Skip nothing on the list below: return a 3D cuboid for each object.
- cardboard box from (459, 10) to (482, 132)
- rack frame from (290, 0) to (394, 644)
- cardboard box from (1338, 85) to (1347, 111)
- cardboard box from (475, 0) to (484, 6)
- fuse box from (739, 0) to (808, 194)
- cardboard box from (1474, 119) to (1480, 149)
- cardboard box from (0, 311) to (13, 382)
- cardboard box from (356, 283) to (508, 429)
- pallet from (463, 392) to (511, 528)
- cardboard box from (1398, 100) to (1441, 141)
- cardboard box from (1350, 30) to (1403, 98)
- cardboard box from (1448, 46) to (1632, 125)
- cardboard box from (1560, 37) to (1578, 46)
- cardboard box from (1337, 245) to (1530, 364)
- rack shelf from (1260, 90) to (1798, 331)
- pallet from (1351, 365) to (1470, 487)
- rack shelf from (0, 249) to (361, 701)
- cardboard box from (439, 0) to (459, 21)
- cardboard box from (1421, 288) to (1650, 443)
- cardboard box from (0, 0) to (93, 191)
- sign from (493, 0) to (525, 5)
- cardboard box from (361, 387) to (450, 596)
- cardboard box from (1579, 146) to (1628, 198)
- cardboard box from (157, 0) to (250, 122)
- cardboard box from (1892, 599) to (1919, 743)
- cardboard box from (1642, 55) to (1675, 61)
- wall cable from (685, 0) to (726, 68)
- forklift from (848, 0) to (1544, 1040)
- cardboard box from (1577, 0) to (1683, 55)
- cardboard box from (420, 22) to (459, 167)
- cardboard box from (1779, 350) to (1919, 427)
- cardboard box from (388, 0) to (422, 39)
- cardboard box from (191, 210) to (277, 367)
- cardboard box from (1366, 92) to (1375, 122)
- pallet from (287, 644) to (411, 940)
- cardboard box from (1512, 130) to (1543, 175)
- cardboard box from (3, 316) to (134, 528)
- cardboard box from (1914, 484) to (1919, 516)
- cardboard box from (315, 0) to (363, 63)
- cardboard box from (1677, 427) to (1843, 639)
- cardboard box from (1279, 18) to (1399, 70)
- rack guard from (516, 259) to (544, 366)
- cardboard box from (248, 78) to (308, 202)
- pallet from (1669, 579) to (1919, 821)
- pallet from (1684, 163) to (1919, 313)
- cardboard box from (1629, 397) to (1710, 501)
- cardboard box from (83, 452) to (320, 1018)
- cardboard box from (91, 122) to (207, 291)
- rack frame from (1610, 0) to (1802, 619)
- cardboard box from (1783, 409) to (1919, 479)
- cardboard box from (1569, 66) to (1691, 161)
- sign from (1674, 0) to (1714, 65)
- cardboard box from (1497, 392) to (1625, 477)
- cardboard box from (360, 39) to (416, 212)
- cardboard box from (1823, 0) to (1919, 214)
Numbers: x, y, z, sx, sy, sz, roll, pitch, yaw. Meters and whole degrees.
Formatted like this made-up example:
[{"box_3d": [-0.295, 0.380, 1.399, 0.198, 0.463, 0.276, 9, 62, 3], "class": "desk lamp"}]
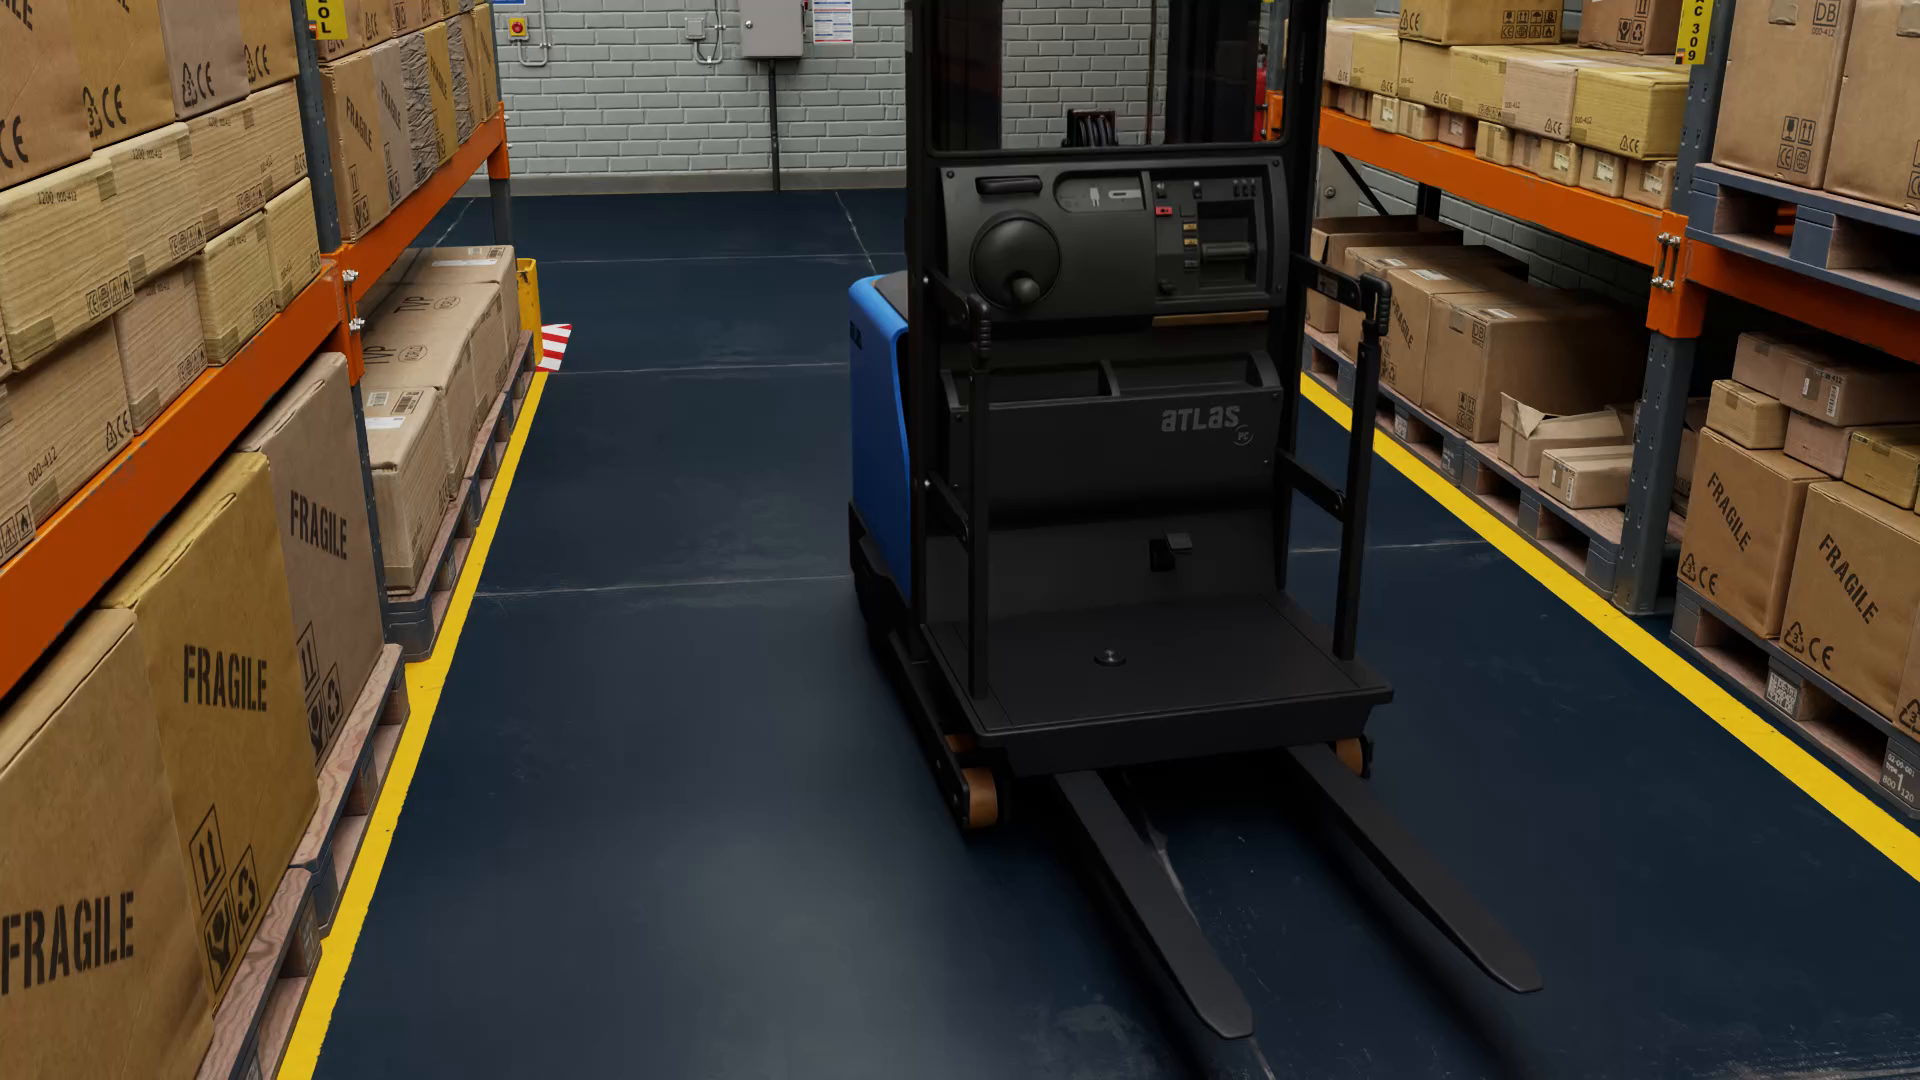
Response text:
[{"box_3d": [-2.393, -2.043, 7.255, 0.500, 0.500, 0.500, -3, 21, -9], "class": "cardboard box"}, {"box_3d": [-2.205, -0.939, 4.443, 1.000, 3.000, 0.127, -3, 21, -8], "class": "rack frame"}, {"box_3d": [2.060, -2.155, 8.059, 0.380, 0.149, 0.250, -3, 21, -8], "class": "cardboard box"}, {"box_3d": [-2.477, -2.684, 7.544, 0.500, 0.500, 0.500, -2, 21, -6], "class": "cardboard box"}, {"box_3d": [-1.518, -3.727, 13.749, 0.539, 1.711, 0.414, -3, 21, -8], "class": "fuse box"}, {"box_3d": [2.288, -1.623, 6.633, 0.380, 0.149, 0.250, -3, 21, -7], "class": "cardboard box"}, {"box_3d": [-1.590, -0.258, 2.120, 0.500, 0.250, 0.500, -3, 21, -8], "class": "cardboard box"}, {"box_3d": [-2.448, -0.781, 7.081, 0.875, 0.438, 0.875, -2, 21, -6], "class": "cardboard box"}, {"box_3d": [-2.417, -0.323, 6.780, 1.003, 0.211, 1.213, -3, 21, -8], "class": "pallet"}, {"box_3d": [2.100, -1.792, 7.085, 0.380, 0.149, 0.250, -2, 21, -7], "class": "cardboard box"}, {"box_3d": [2.077, -2.124, 7.406, 0.500, 0.250, 0.500, -3, 21, -9], "class": "cardboard box"}, {"box_3d": [2.246, -1.770, 6.457, 0.500, 0.250, 0.500, -3, 21, -8], "class": "cardboard box"}, {"box_3d": [2.673, -1.968, 6.986, 0.500, 0.250, 0.500, -3, 21, -8], "class": "cardboard box"}, {"box_3d": [2.209, -1.087, 7.812, 0.700, 0.500, 0.500, -2, 21, -6], "class": "cardboard box"}, {"box_3d": [2.418, -1.546, 7.097, 1.077, 0.370, 4.000, -3, 21, -8], "class": "rack shelf"}, {"box_3d": [2.429, -0.545, 7.375, 1.003, 0.211, 1.213, -3, 21, -8], "class": "pallet"}, {"box_3d": [-1.917, 0.090, 2.715, 1.077, 0.370, 4.000, -3, 21, -8], "class": "rack shelf"}, {"box_3d": [-2.304, -2.334, 6.605, 0.500, 0.500, 0.500, -3, 21, -8], "class": "cardboard box"}, {"box_3d": [2.358, -0.728, 6.849, 0.700, 0.500, 0.500, -4, 21, -10], "class": "cardboard box"}, {"box_3d": [-1.667, -0.779, 2.442, 0.500, 0.500, 0.500, -3, 21, -7], "class": "cardboard box"}, {"box_3d": [-3.674, -4.421, 13.378, 0.327, 0.218, 0.001, -3, 21, -8], "class": "sign"}, {"box_3d": [-2.190, -0.158, 5.415, 0.875, 0.438, 0.875, -3, 21, -9], "class": "cardboard box"}, {"box_3d": [2.351, -1.260, 5.661, 0.380, 0.149, 0.250, -2, 21, -6], "class": "cardboard box"}, {"box_3d": [-1.810, -1.134, 3.392, 0.500, 0.500, 0.500, -3, 21, -7], "class": "cardboard box"}, {"box_3d": [2.707, 0.319, 4.047, 0.500, 0.500, 0.500, -4, 21, -9], "class": "cardboard box"}, {"box_3d": [2.823, -1.618, 6.051, 0.500, 0.250, 0.500, -3, 21, -8], "class": "cardboard box"}, {"box_3d": [-2.216, -4.827, 13.400, 0.588, 1.984, 0.122, -3, 21, -8], "class": "wall cable"}, {"box_3d": [0.462, -0.779, 4.112, 1.130, 2.935, 3.031, -5, 21, -13], "class": "forklift"}, {"box_3d": [2.755, -2.140, 6.377, 0.500, 0.500, 0.500, -3, 21, -9], "class": "cardboard box"}, {"box_3d": [-2.222, -1.687, 6.303, 0.500, 0.500, 0.500, -2, 21, -6], "class": "cardboard box"}, {"box_3d": [2.579, -0.435, 4.713, 0.380, 0.149, 0.250, -4, 21, -10], "class": "cardboard box"}, {"box_3d": [-2.164, -1.985, 5.671, 0.500, 0.500, 0.500, -3, 21, -7], "class": "cardboard box"}, {"box_3d": [-1.819, -0.550, 3.616, 0.500, 0.250, 0.500, -3, 21, -9], "class": "cardboard box"}, {"box_3d": [2.080, -1.973, 7.571, 0.380, 0.149, 0.250, -3, 21, -7], "class": "cardboard box"}, {"box_3d": [-2.019, 0.631, 4.226, 1.003, 0.211, 1.213, -3, 21, -8], "class": "pallet"}, {"box_3d": [2.279, -1.441, 6.146, 0.380, 0.149, 0.250, -2, 21, -6], "class": "cardboard box"}, {"box_3d": [-1.686, -0.196, 2.667, 0.500, 0.250, 0.500, -3, 21, -8], "class": "cardboard box"}, {"box_3d": [2.712, -0.108, 4.264, 0.380, 0.149, 0.250, -3, 21, -9], "class": "cardboard box"}, {"box_3d": [-2.034, -1.631, 4.725, 0.500, 0.500, 0.500, -3, 21, -7], "class": "cardboard box"}, {"box_3d": [2.553, -0.038, 5.002, 0.500, 0.500, 0.500, -2, 21, -5], "class": "cardboard box"}, {"box_3d": [1.928, -2.474, 8.342, 0.500, 0.250, 0.500, -3, 21, -7], "class": "cardboard box"}, {"box_3d": [-2.785, -1.161, 8.611, 1.175, 0.500, 0.348, -3, 21, -8], "class": "rack guard"}, {"box_3d": [-1.901, -0.963, 4.006, 0.500, 0.250, 0.500, -3, 21, -8], "class": "cardboard box"}, {"box_3d": [2.861, 0.395, 4.856, 1.003, 0.211, 1.213, -3, 21, -8], "class": "pallet"}, {"box_3d": [2.713, -0.819, 4.395, 1.003, 0.211, 1.213, -3, 21, -8], "class": "pallet"}, {"box_3d": [2.845, -0.369, 6.159, 0.500, 0.311, 0.500, -2, 21, -6], "class": "cardboard box"}, {"box_3d": [-1.899, 0.382, 3.341, 0.875, 0.875, 0.875, -2, 21, -6], "class": "cardboard box"}, {"box_3d": [-1.741, -0.611, 3.065, 0.500, 0.250, 0.500, -2, 21, -6], "class": "cardboard box"}, {"box_3d": [2.706, -1.191, 5.117, 1.000, 3.000, 0.127, -3, 21, -8], "class": "rack frame"}, {"box_3d": [2.611, -0.291, 4.753, 0.380, 0.149, 0.250, -3, 21, -9], "class": "cardboard box"}, {"box_3d": [2.391, -1.424, 5.531, 0.500, 0.250, 0.500, -2, 21, -6], "class": "cardboard box"}, {"box_3d": [2.170, -1.566, 4.885, 0.100, 0.325, 0.005, -3, 21, -8], "class": "sign"}, {"box_3d": [2.284, -0.408, 6.330, 0.396, 0.266, 0.258, -2, 21, -6], "class": "cardboard box"}, {"box_3d": [-2.082, -1.336, 5.363, 0.500, 0.500, 0.500, -3, 21, -7], "class": "cardboard box"}, {"box_3d": [2.629, -1.076, 4.068, 0.700, 0.500, 0.500, -3, 21, -7], "class": "cardboard box"}]
